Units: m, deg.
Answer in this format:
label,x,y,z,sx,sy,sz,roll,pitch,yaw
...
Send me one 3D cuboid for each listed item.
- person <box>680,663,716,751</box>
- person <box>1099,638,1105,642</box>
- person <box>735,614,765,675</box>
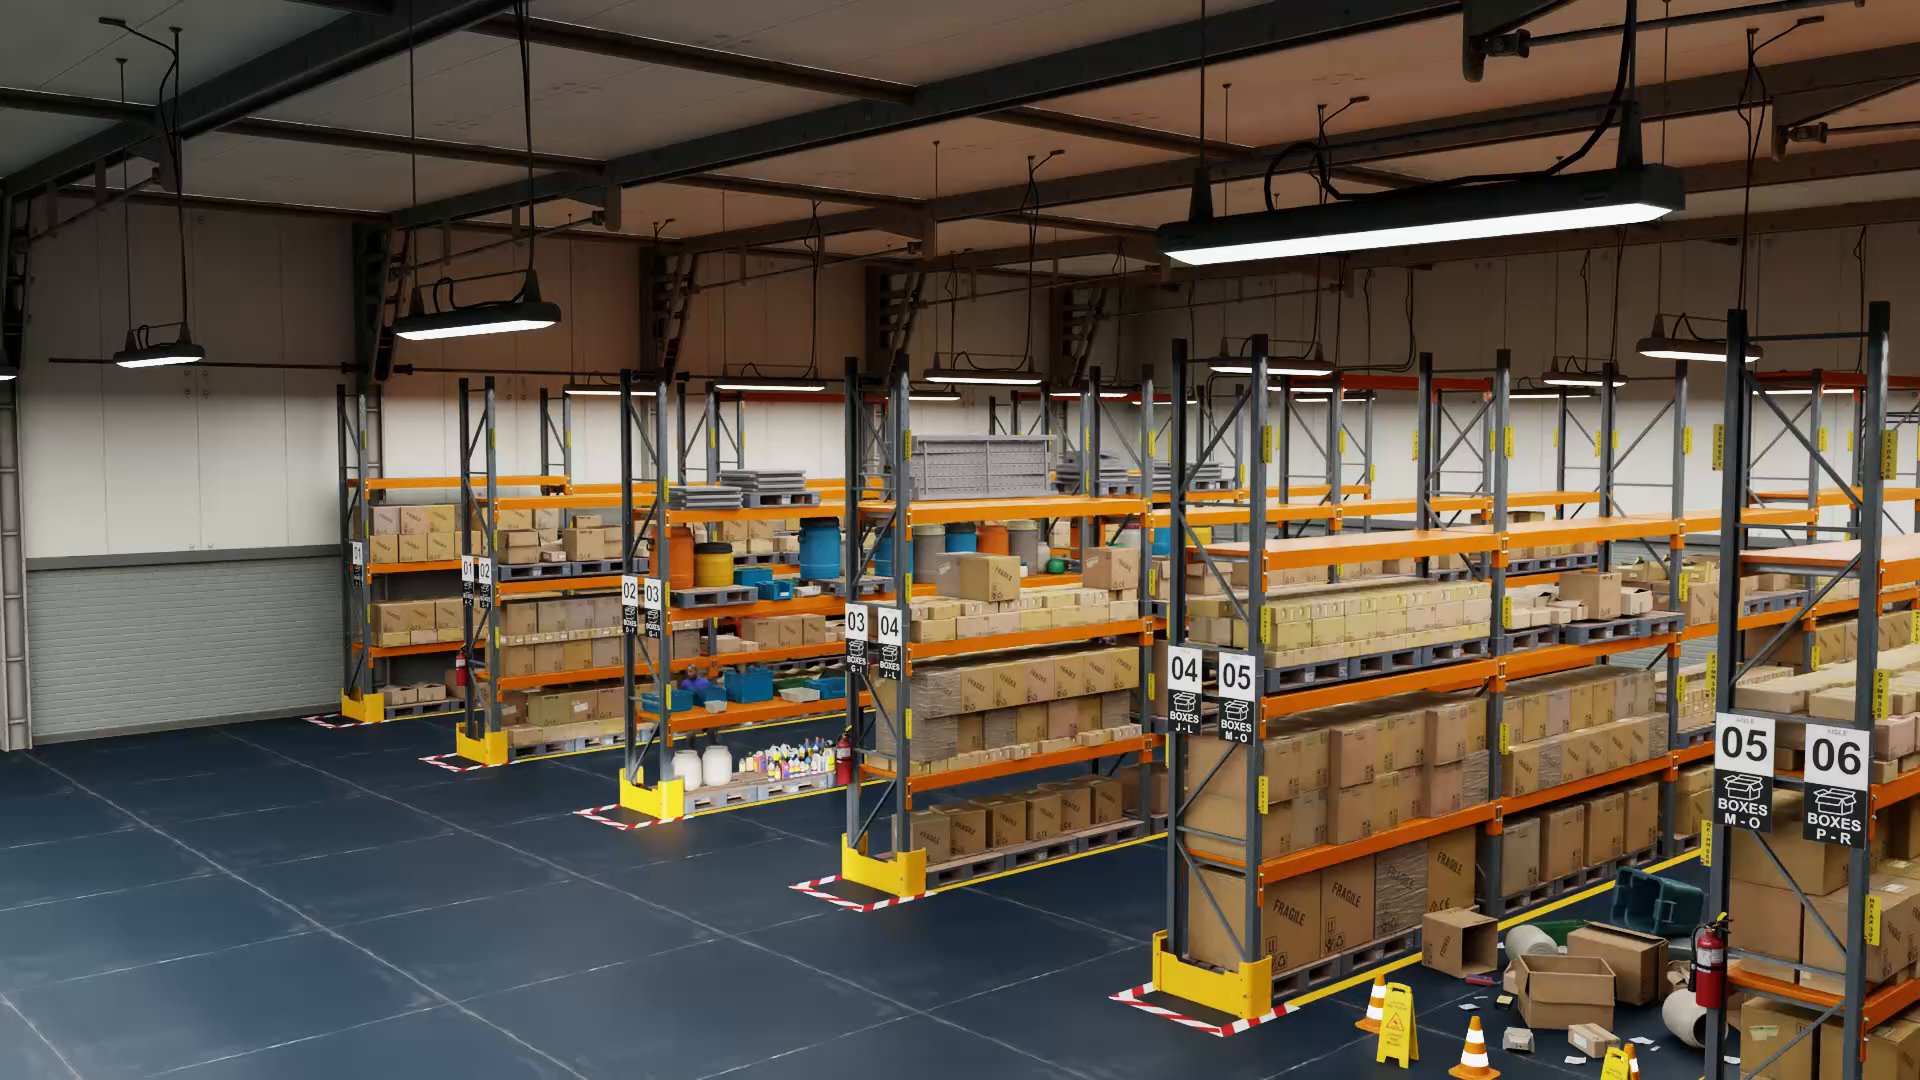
label,x,y,z,sx,sy,sz,roll,pitch,yaw
person,-4.046,2.697,25.905,0.638,1.599,0.770,0,4,-7
person,2.574,2.350,30.528,0.806,1.596,0.585,-2,4,-31
person,-4.239,2.140,33.191,0.748,1.783,0.796,3,5,35
